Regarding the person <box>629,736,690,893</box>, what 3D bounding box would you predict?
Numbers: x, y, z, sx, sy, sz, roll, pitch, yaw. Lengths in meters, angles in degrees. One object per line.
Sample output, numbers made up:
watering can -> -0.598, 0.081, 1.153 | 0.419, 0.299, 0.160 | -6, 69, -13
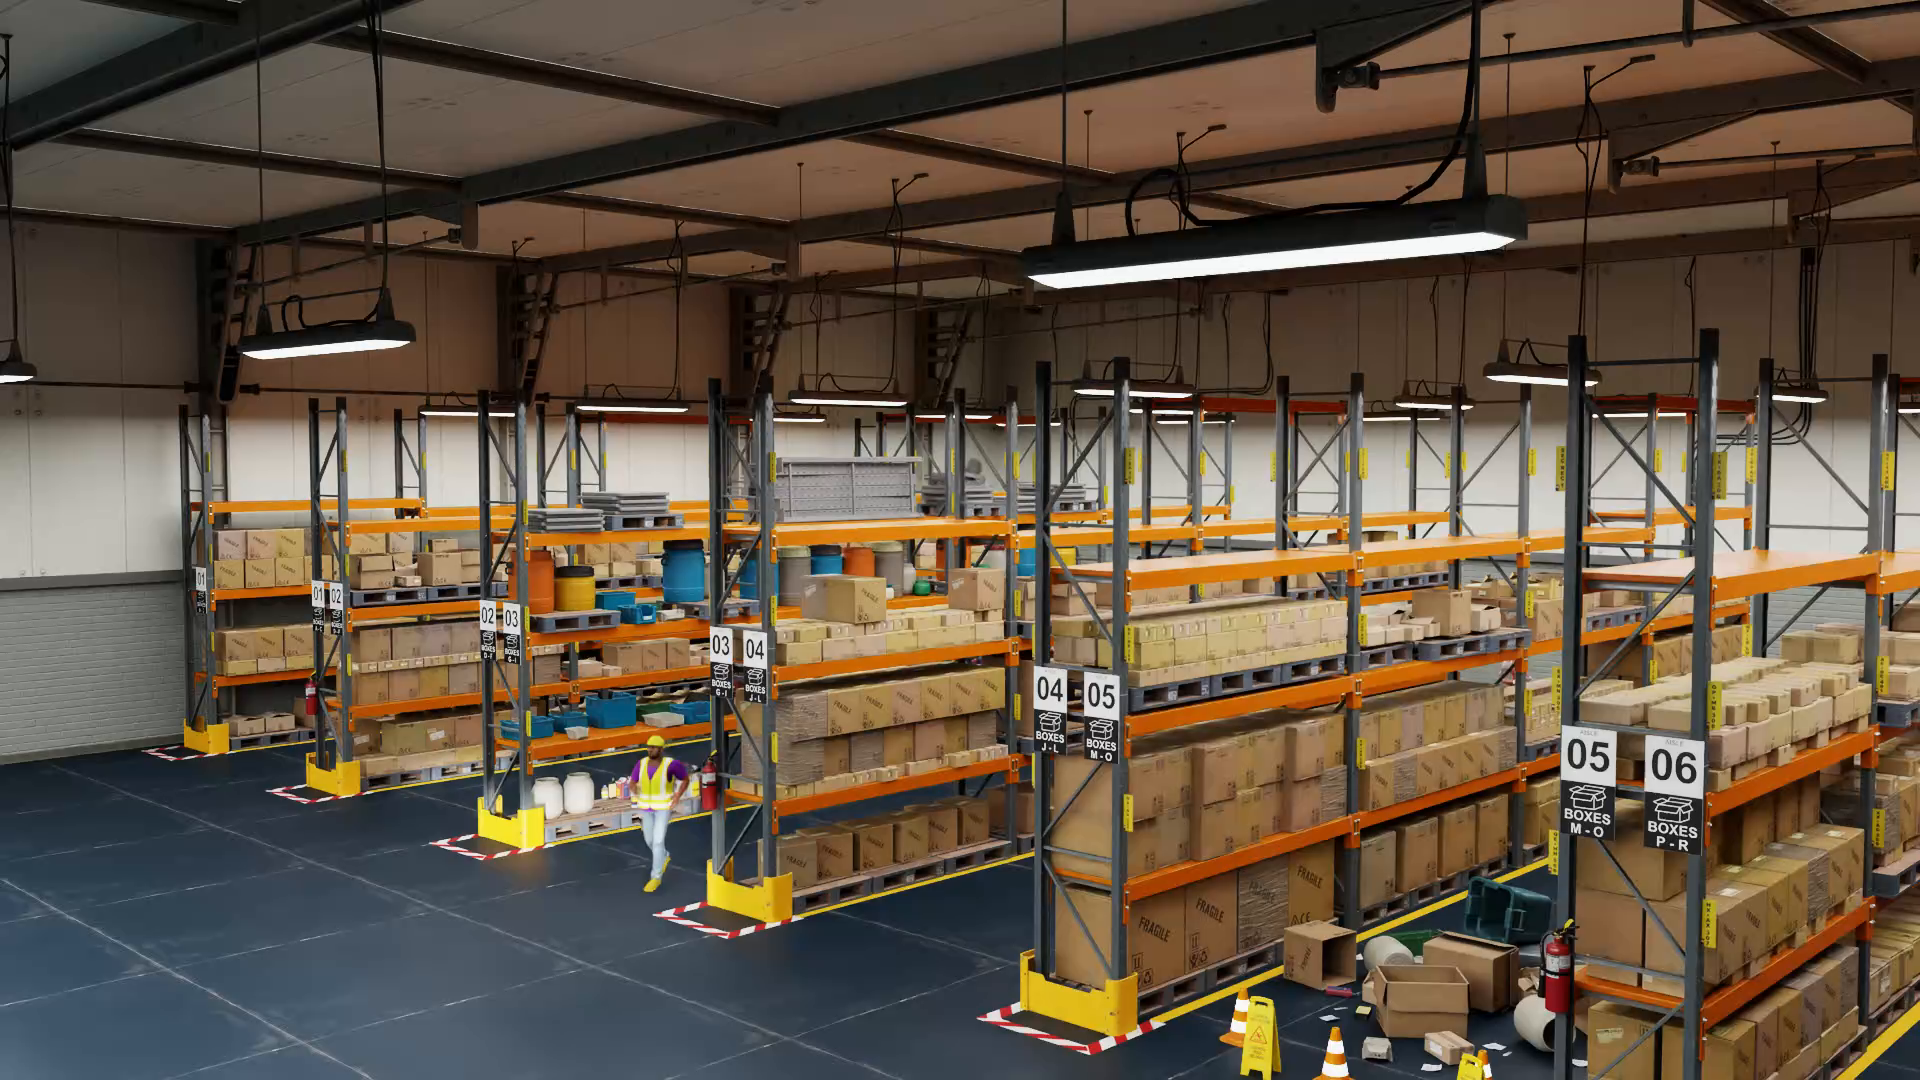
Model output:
person -> -3.635, 3.223, 19.871 | 0.715, 1.788, 0.876 | 1, 3, 13

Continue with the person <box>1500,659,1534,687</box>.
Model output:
person -> 10.111, 2.738, 30.010 | 0.835, 1.747, 0.763 | -1, 3, -14
